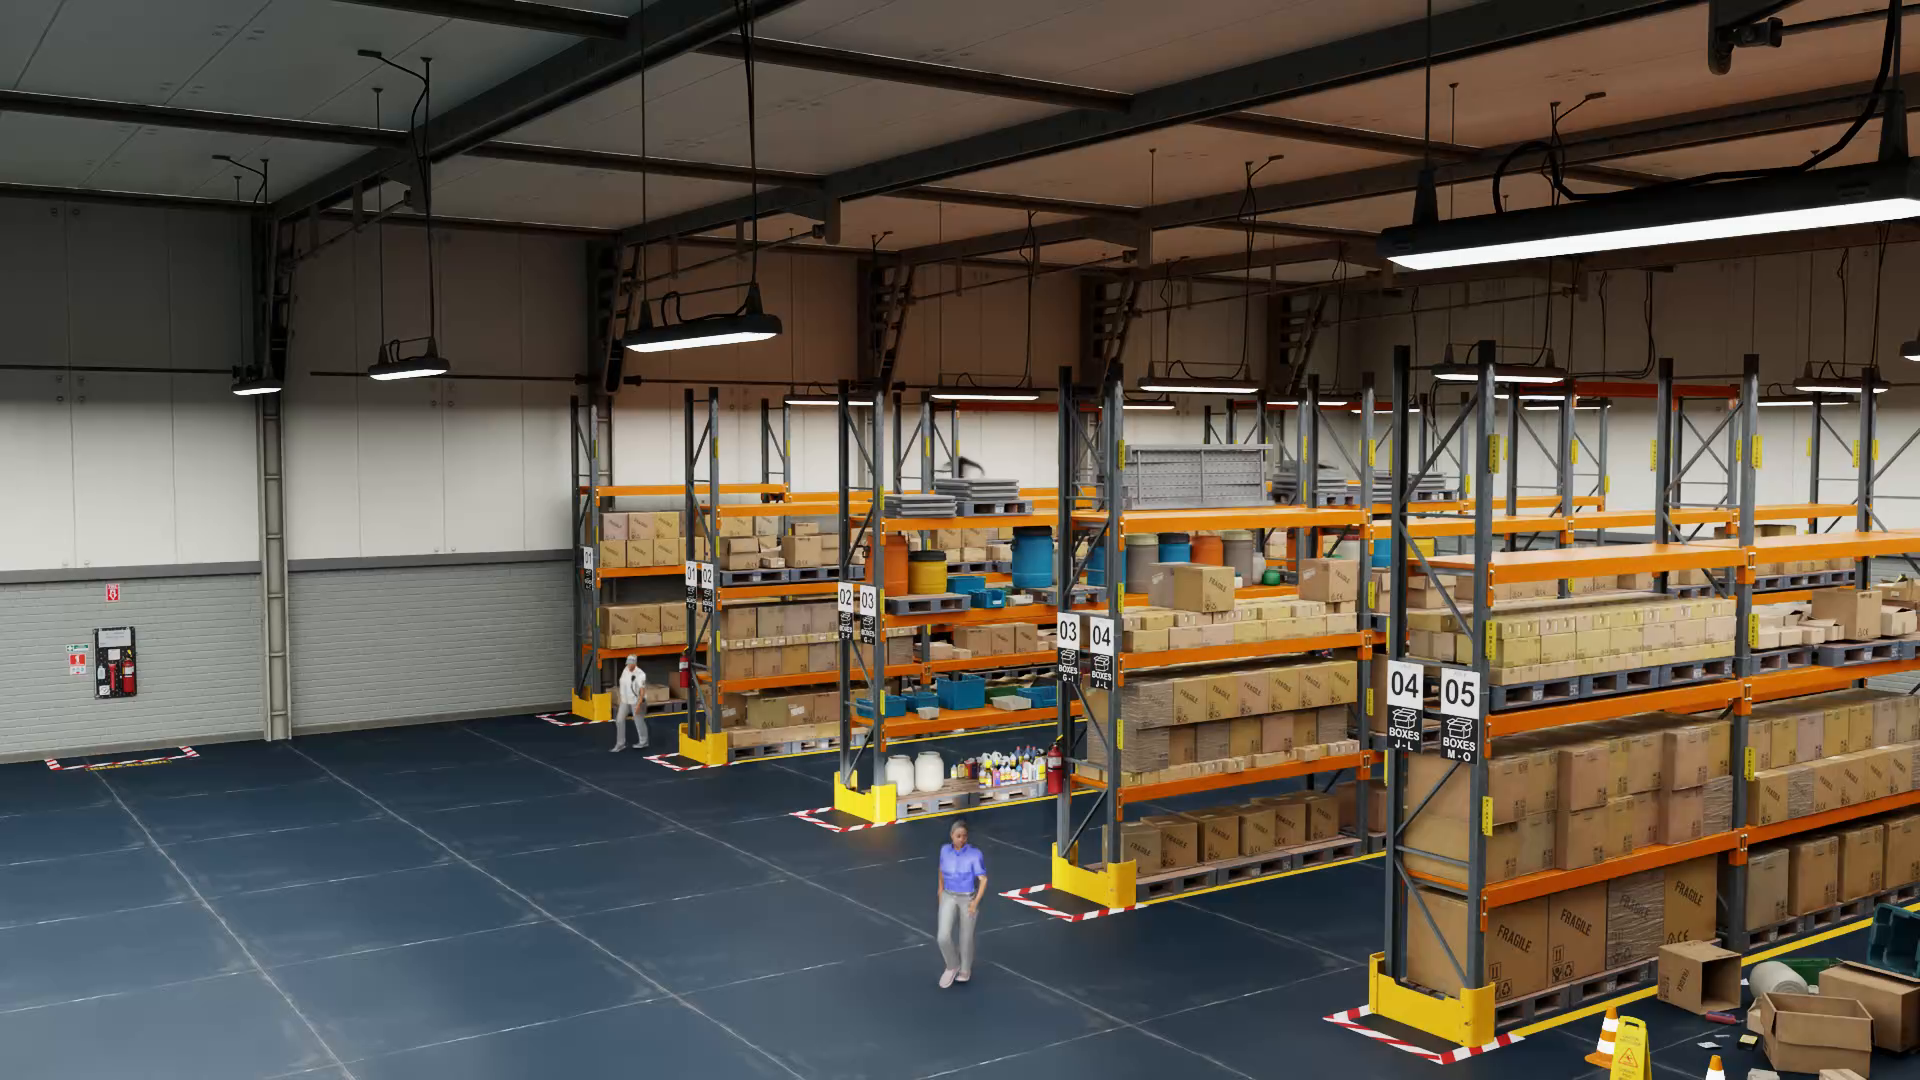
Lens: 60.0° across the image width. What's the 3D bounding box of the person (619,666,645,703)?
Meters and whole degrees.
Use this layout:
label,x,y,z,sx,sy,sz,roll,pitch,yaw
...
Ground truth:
label,x,y,z,sx,sy,sz,roll,pitch,yaw
person,-5.413,2.380,27.512,0.481,0.615,0.343,2,4,25
